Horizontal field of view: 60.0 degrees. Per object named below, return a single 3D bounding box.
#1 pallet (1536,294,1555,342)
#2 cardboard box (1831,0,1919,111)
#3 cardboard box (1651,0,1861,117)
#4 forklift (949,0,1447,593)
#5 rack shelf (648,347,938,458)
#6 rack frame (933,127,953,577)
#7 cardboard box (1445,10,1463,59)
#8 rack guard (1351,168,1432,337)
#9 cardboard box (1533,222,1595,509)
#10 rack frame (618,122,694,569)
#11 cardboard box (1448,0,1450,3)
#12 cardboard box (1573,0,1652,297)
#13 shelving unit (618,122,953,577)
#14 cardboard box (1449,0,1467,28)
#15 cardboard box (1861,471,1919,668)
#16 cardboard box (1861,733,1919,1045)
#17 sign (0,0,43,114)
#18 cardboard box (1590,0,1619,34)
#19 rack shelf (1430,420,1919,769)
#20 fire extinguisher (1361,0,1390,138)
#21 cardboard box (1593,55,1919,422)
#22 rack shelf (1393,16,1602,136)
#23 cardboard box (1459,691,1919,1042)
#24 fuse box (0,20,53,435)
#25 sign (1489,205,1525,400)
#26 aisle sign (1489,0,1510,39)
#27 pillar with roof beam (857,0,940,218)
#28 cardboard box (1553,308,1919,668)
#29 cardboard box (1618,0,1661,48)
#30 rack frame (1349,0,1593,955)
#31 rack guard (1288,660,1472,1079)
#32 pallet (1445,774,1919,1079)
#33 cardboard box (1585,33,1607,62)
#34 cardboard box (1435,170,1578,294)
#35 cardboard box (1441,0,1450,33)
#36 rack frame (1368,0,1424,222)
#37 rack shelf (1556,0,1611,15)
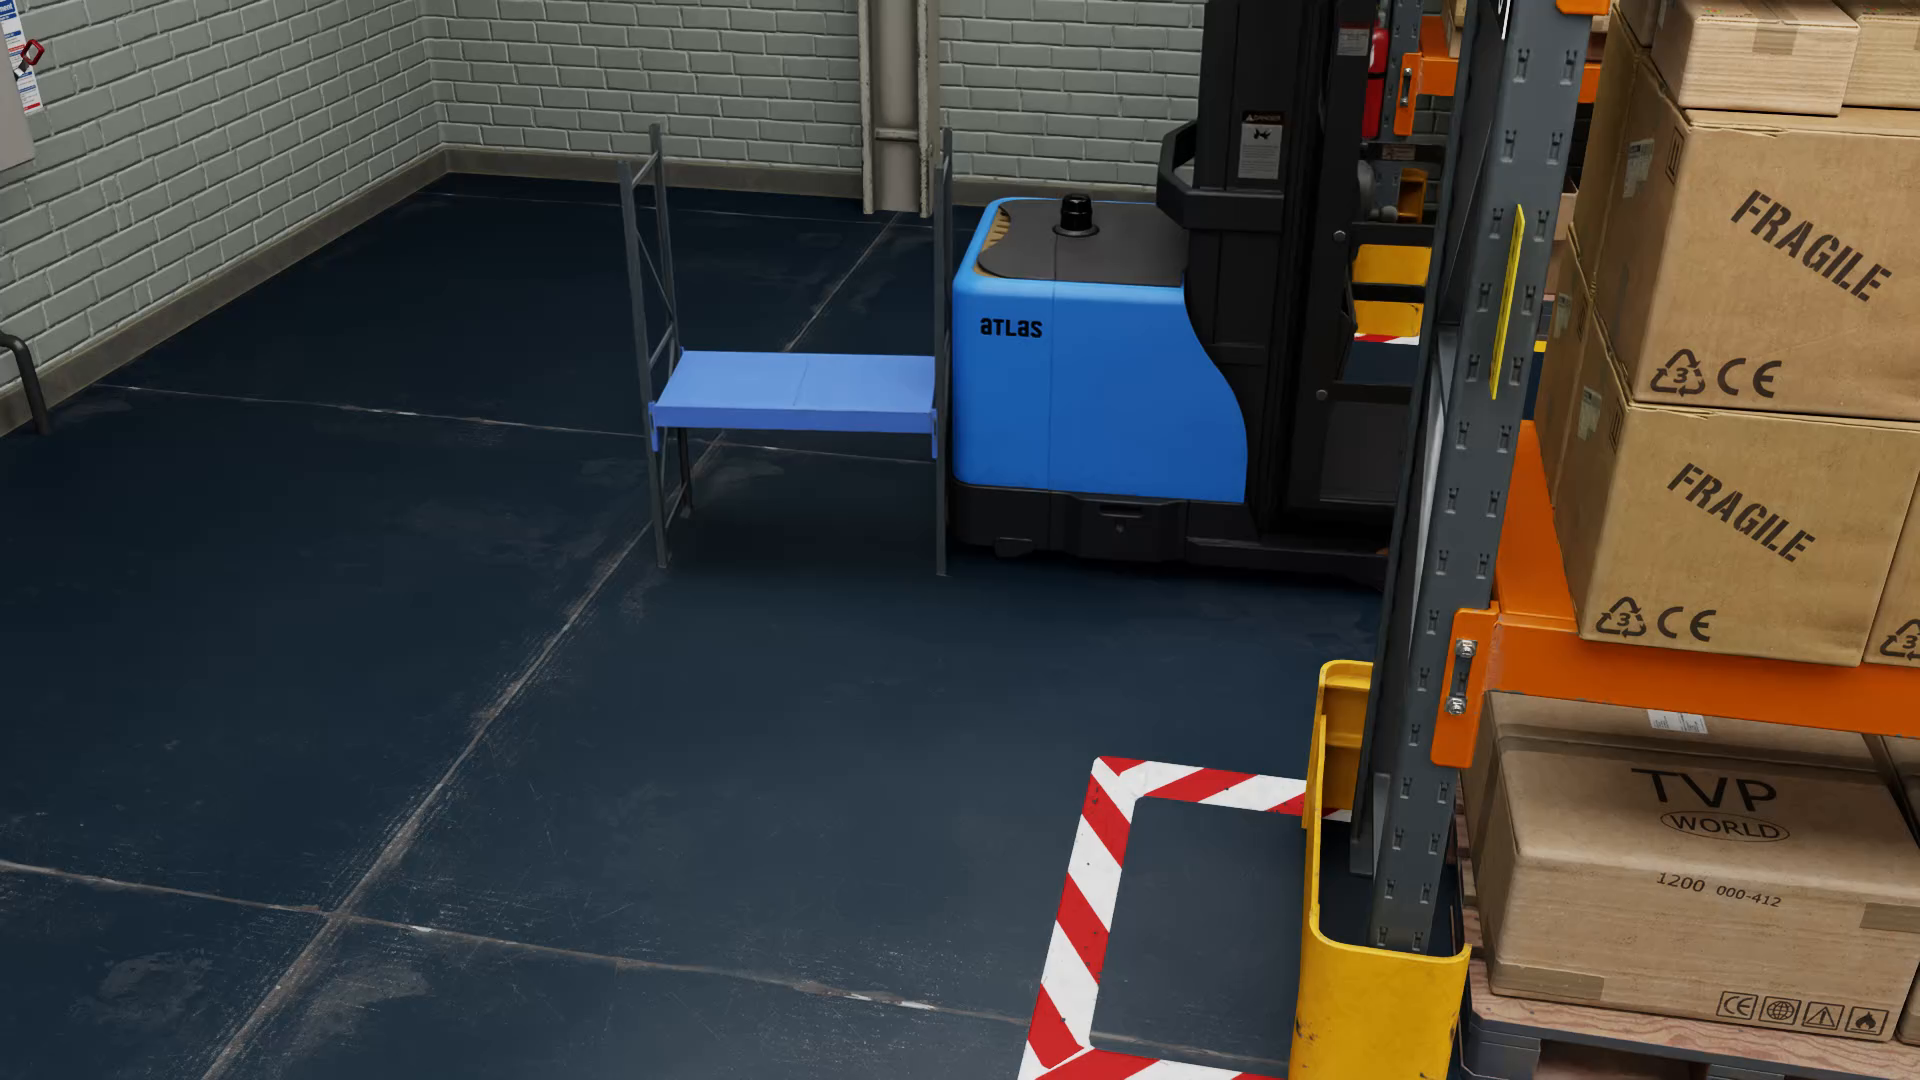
[{"bbox_3d":[2.959,-1.278,8.365,1.213,0.211,1.003,6,29,11],"label":"pallet"},{"bbox_3d":[1.633,-0.866,2.887,0.250,0.149,0.380,7,29,12],"label":"cardboard box"},{"bbox_3d":[1.362,-0.858,2.874,0.250,0.149,0.380,6,29,12],"label":"cardboard box"},{"bbox_3d":[1.521,-1.352,5.668,3.031,2.935,1.130,4,29,7],"label":"forklift"},{"bbox_3d":[-0.563,-0.501,5.977,1.000,0.185,0.538,2,29,3],"label":"rack shelf"},{"bbox_3d":[-0.056,-0.645,5.866,0.032,1.500,0.500,2,29,3],"label":"rack frame"},{"bbox_3d":[2.369,-2.316,7.619,0.250,0.149,0.380,6,29,10],"label":"cardboard box"},{"bbox_3d":[2.179,-1.484,8.441,0.348,0.500,1.175,6,29,11],"label":"rack guard"},{"bbox_3d":[1.599,-0.377,3.711,0.500,0.500,0.500,6,29,11],"label":"cardboard box"},{"bbox_3d":[-1.071,-0.672,5.916,0.032,1.500,0.500,2,29,3],"label":"rack frame"},{"bbox_3d":[2.610,-2.732,7.962,0.500,0.250,0.500,7,29,12],"label":"cardboard box"},{"bbox_3d":[1.593,-0.803,3.448,0.500,0.500,0.500,7,29,12],"label":"cardboard box"},{"bbox_3d":[-0.563,-0.659,5.891,1.048,1.500,0.538,2,29,3],"label":"shelving unit"},{"bbox_3d":[2.493,-2.481,7.505,0.500,0.250,0.500,6,29,11],"label":"cardboard box"},{"bbox_3d":[1.982,-0.080,3.169,0.500,0.500,0.500,5,29,10],"label":"cardboard box"},{"bbox_3d":[2.635,0.790,3.915,0.875,0.438,0.875,7,29,12],"label":"cardboard box"},{"bbox_3d":[-3.965,-1.994,6.868,0.001,0.494,0.329,6,29,11],"label":"sign"},{"bbox_3d":[2.986,-2.431,7.413,0.500,0.250,0.500,6,29,11],"label":"cardboard box"},{"bbox_3d":[3.028,0.259,3.402,4.000,0.370,1.077,6,29,11],"label":"rack shelf"},{"bbox_3d":[1.865,-2.189,7.593,0.183,0.674,0.296,6,29,11],"label":"fire extinguisher"},{"bbox_3d":[1.482,-0.558,3.000,0.500,0.500,0.500,5,29,9],"label":"cardboard box"},{"bbox_3d":[4.061,-2.072,7.661,4.000,0.370,1.077,6,29,11],"label":"rack shelf"},{"bbox_3d":[1.739,0.702,4.075,0.875,0.438,0.875,5,29,9],"label":"cardboard box"},{"bbox_3d":[-3.866,-1.218,6.693,0.414,1.711,0.539,6,29,11],"label":"fuse box"},{"bbox_3d":[0.950,-0.411,2.894,0.005,0.325,0.100,6,29,11],"label":"sign"},{"bbox_3d":[0.941,-1.268,2.736,0.004,0.787,0.394,6,29,11],"label":"aisle sign"},{"bbox_3d":[-1.242,-3.892,3.988,0.400,9.000,9.100,6,29,11],"label":"pillar with roof beam"},{"bbox_3d":[1.482,-0.118,3.238,0.500,0.500,0.500,6,29,10],"label":"cardboard box"},{"bbox_3d":[1.465,-1.082,3.282,0.250,0.149,0.380,6,29,11],"label":"cardboard box"},{"bbox_3d":[1.072,-0.257,3.596,0.127,3.000,1.000,6,29,11],"label":"rack frame"},{"bbox_3d":[1.049,0.837,4.201,0.348,0.500,1.175,6,29,11],"label":"rack guard"},{"bbox_3d":[1.871,1.010,4.186,1.213,0.211,1.003,6,29,11],"label":"pallet"},{"bbox_3d":[2.892,-2.303,7.594,0.250,0.149,0.380,5,29,10],"label":"cardboard box"},{"bbox_3d":[2.683,-1.572,8.160,0.637,0.503,0.797,5,29,9],"label":"cardboard box"},{"bbox_3d":[2.485,-2.571,8.084,0.250,0.149,0.380,6,29,10],"label":"cardboard box"},{"bbox_3d":[2.105,-2.588,7.854,0.127,3.000,1.000,6,29,11],"label":"rack frame"},{"bbox_3d":[3.028,-1.057,2.682,4.000,0.370,1.077,6,29,11],"label":"rack shelf"}]
